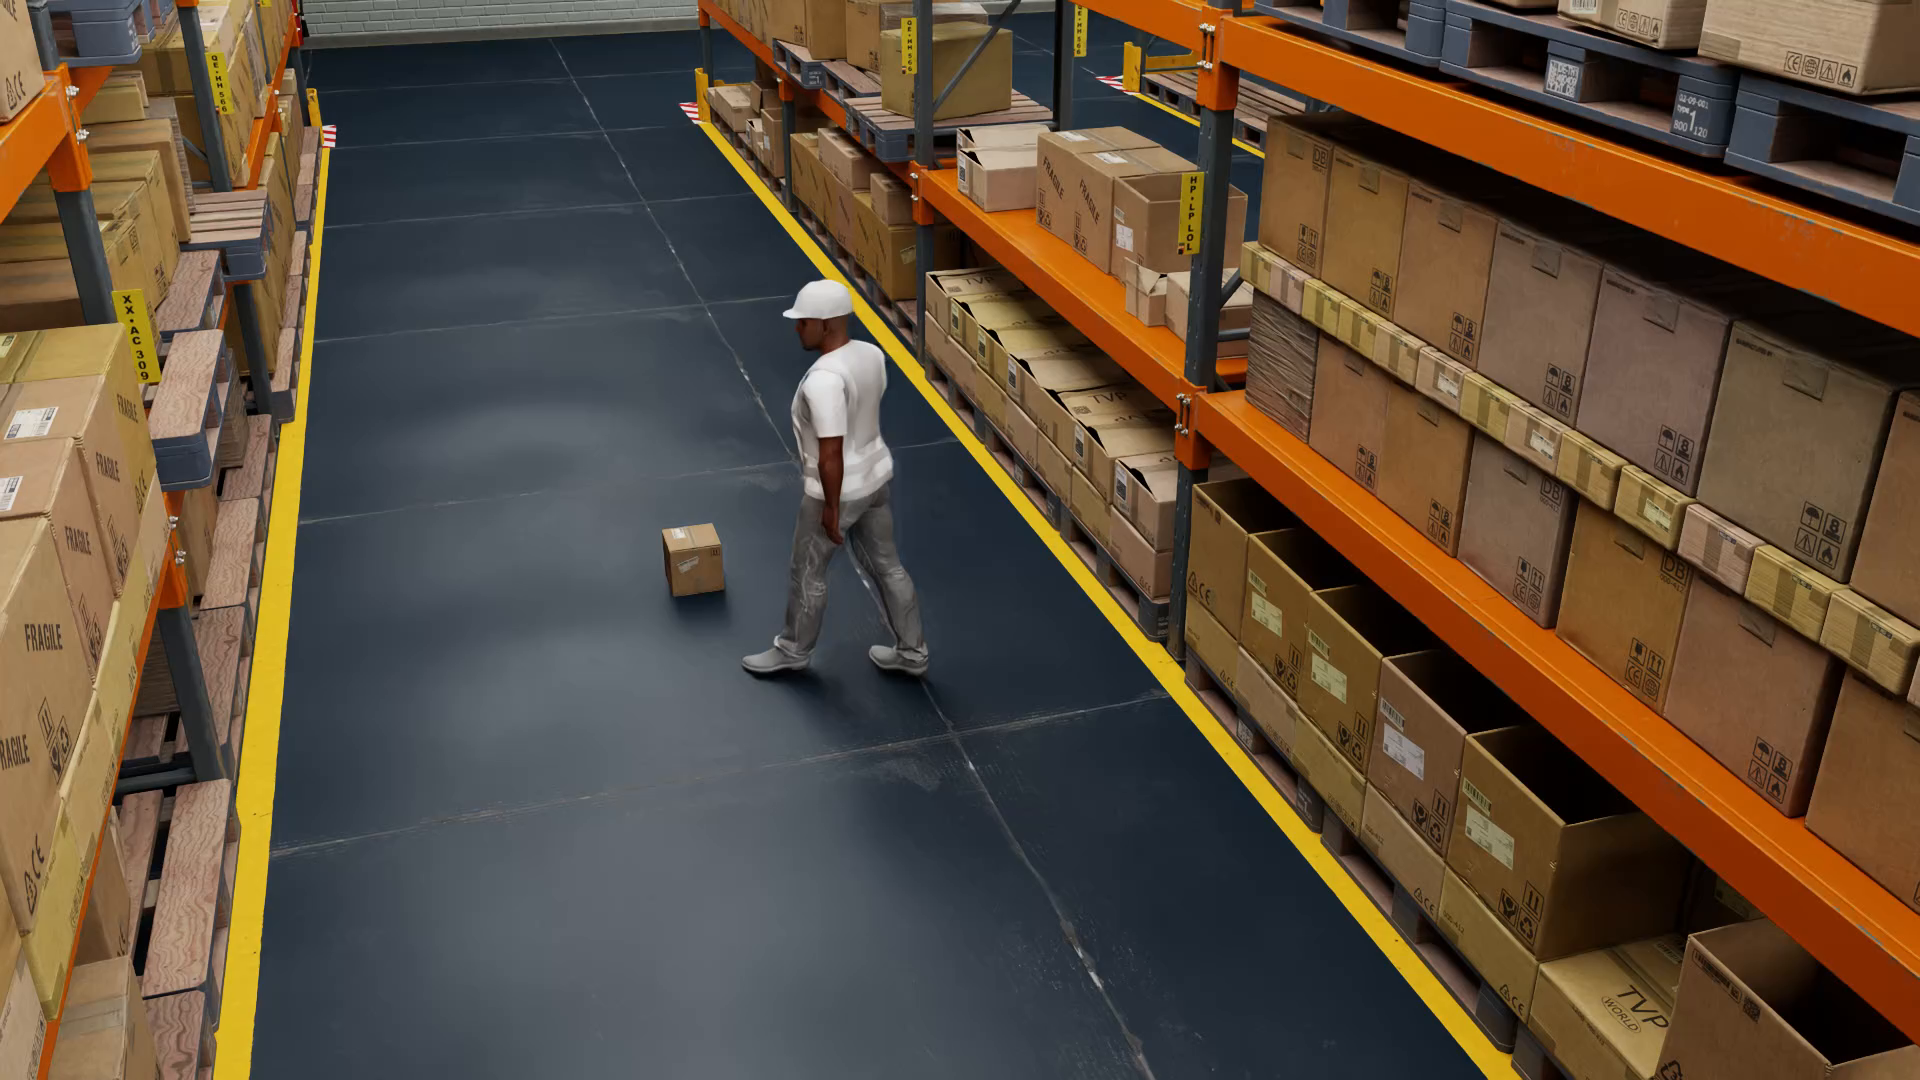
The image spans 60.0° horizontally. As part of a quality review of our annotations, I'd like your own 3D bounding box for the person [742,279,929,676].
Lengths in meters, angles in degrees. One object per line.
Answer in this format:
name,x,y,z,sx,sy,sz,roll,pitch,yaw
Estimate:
person,-0.501,-0.236,7.046,0.807,1.756,0.581,13,29,25
